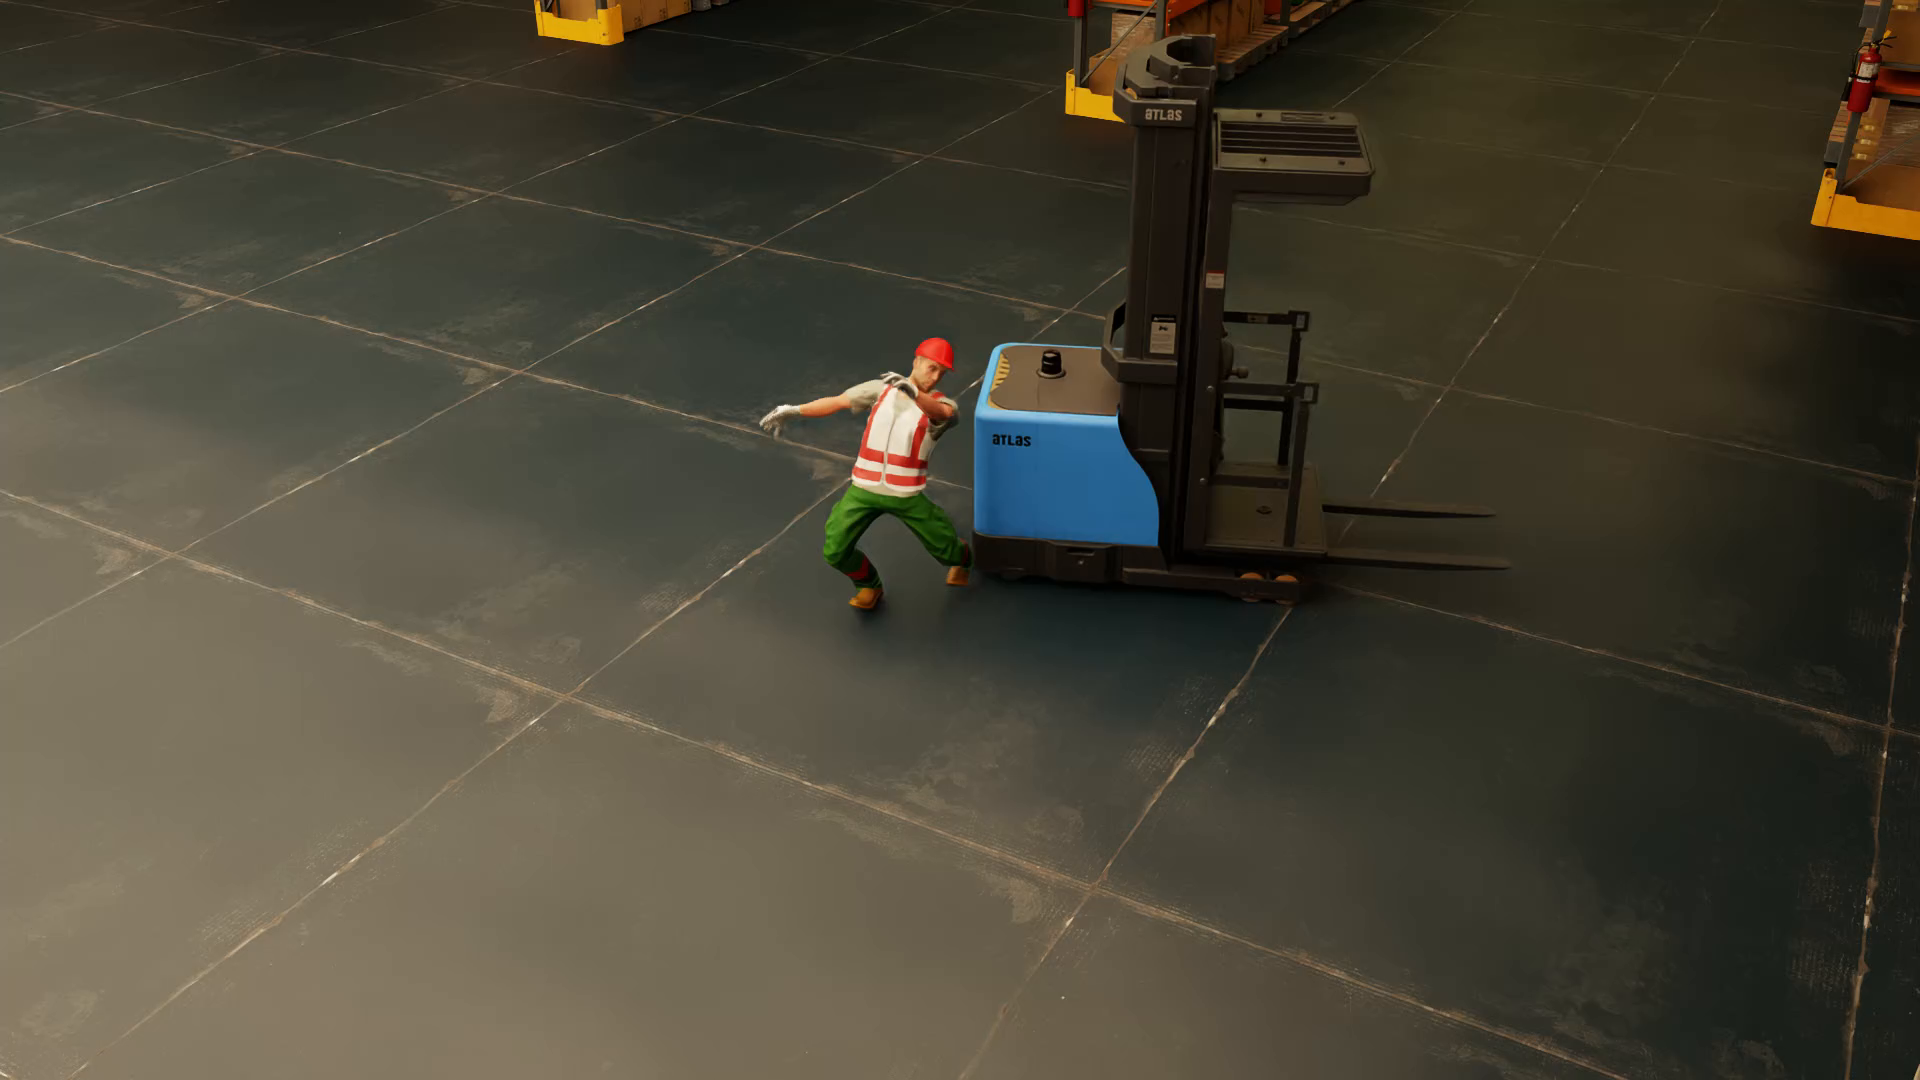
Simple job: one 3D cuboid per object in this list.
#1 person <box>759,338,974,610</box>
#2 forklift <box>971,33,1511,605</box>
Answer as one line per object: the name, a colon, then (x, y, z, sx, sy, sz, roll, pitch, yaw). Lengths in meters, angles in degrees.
person: (-0.497, -0.330, 8.969, 1.101, 1.548, 0.725, 4, 30, 8)
forklift: (1.624, -1.188, 9.129, 3.031, 2.935, 1.130, 4, 30, 7)
